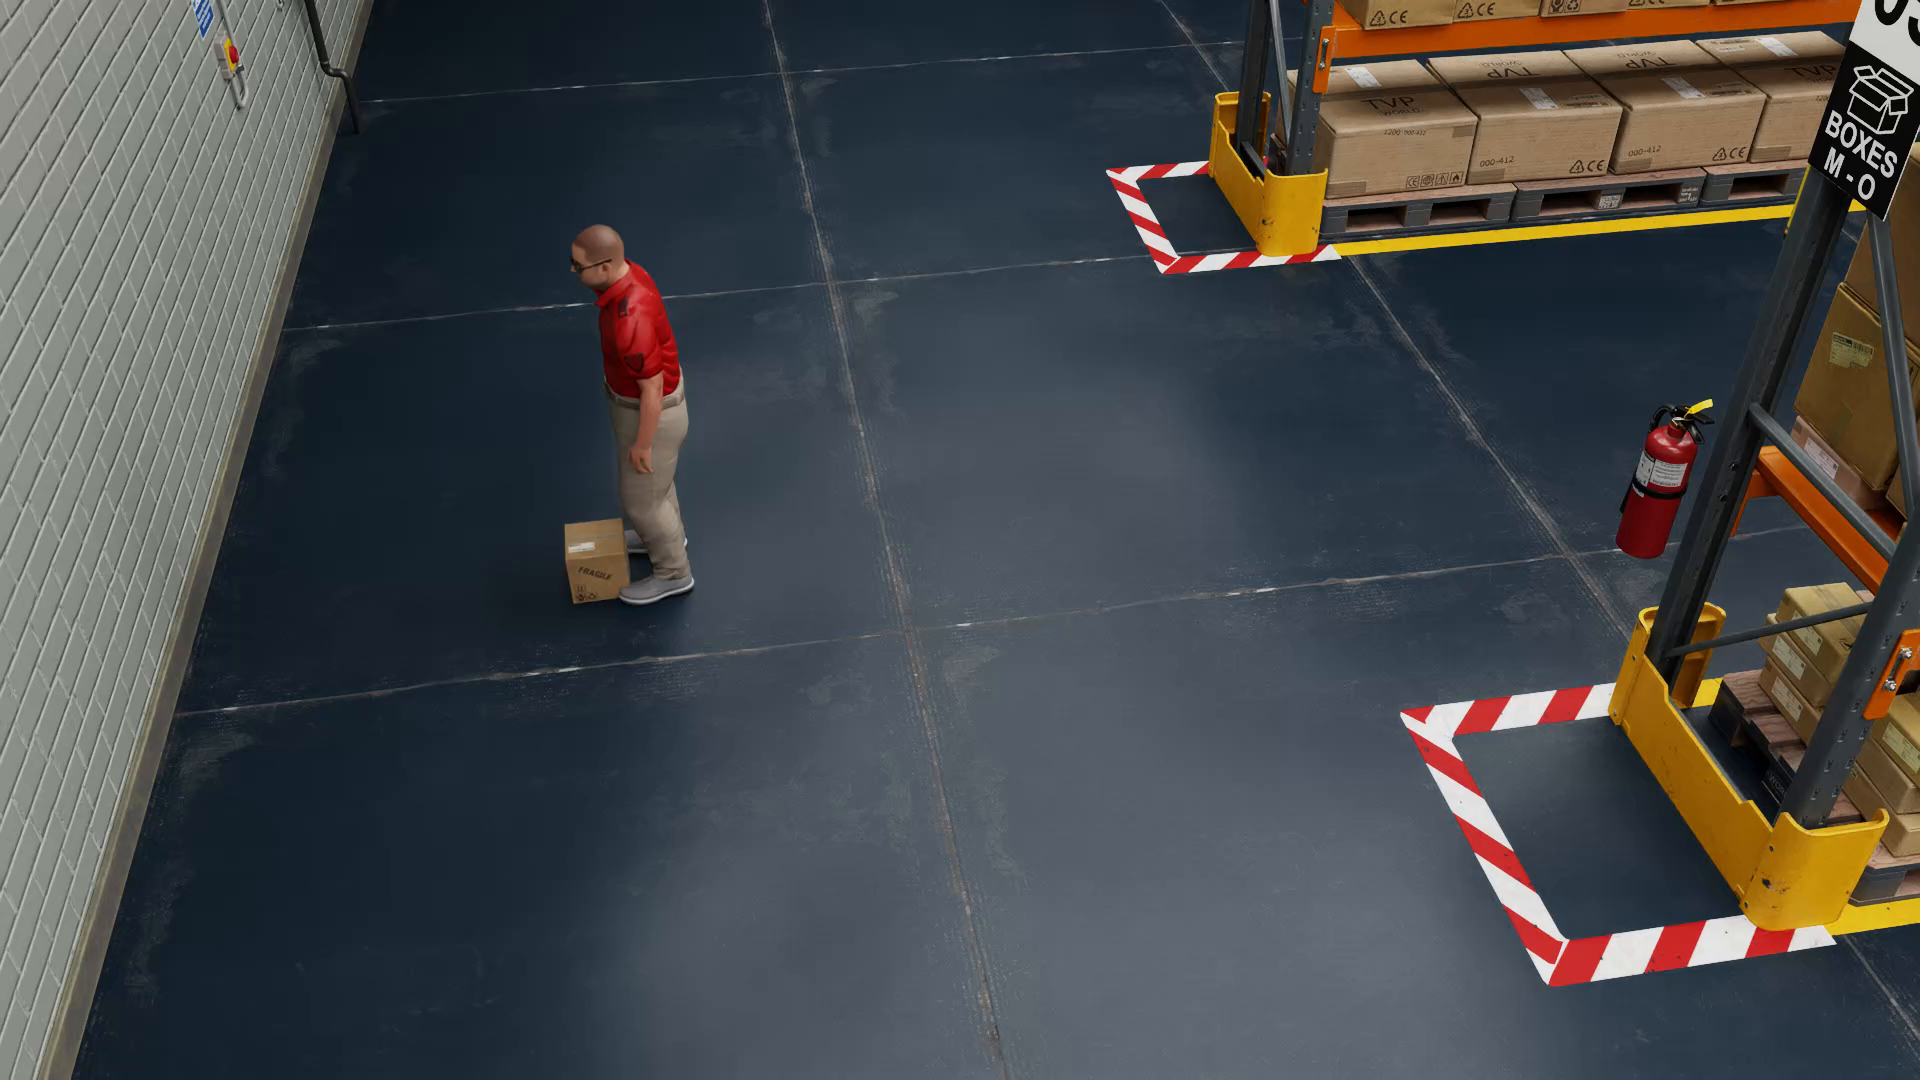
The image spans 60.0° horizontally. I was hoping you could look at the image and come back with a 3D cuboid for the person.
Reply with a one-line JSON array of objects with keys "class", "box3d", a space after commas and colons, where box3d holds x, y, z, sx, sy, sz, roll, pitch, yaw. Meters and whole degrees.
[{"class": "person", "box3d": [-1.320, -0.527, 6.829, 0.392, 1.725, 0.590, -8, 39, -10]}]
